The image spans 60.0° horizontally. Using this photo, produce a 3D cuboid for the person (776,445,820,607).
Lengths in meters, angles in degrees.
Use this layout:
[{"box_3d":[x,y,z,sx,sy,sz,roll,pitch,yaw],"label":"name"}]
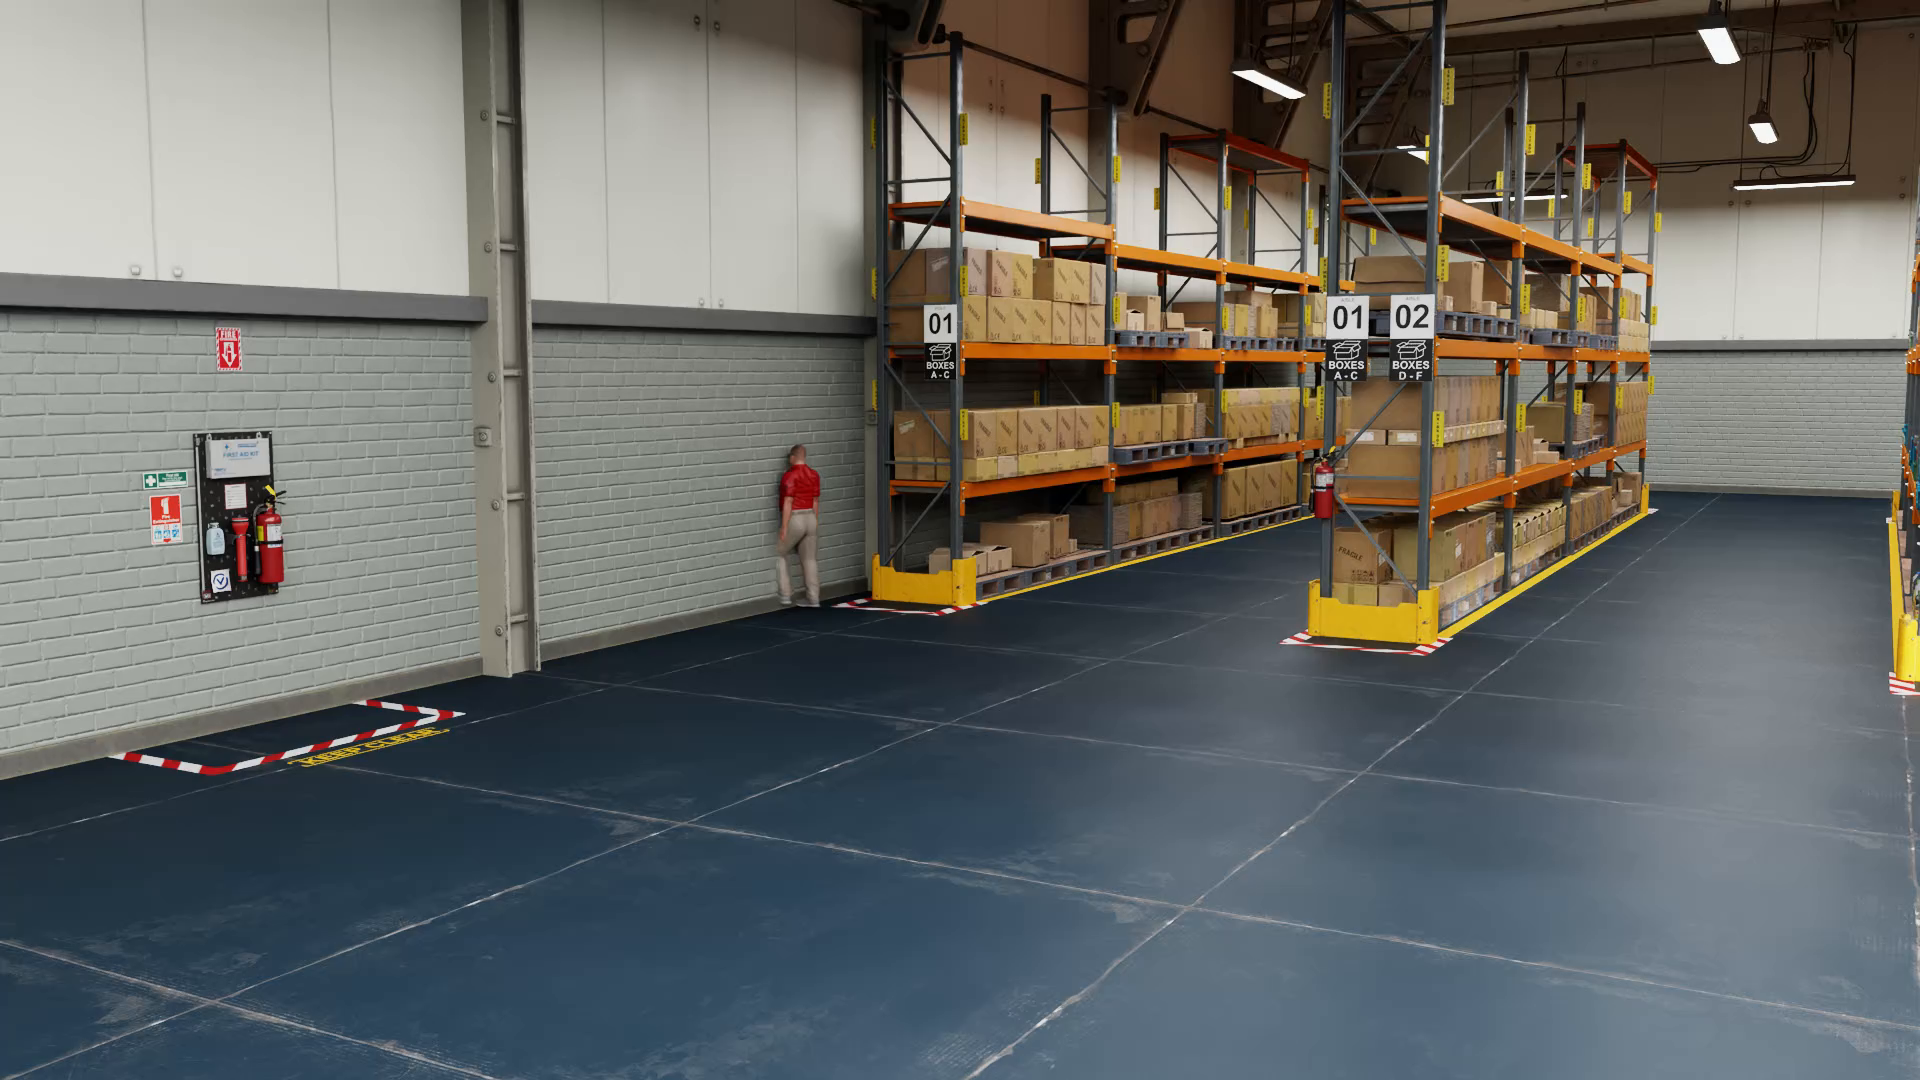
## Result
[{"box_3d":[-1.761,-0.145,17.551,0.478,1.727,0.542,5,7,38],"label":"person"}]
